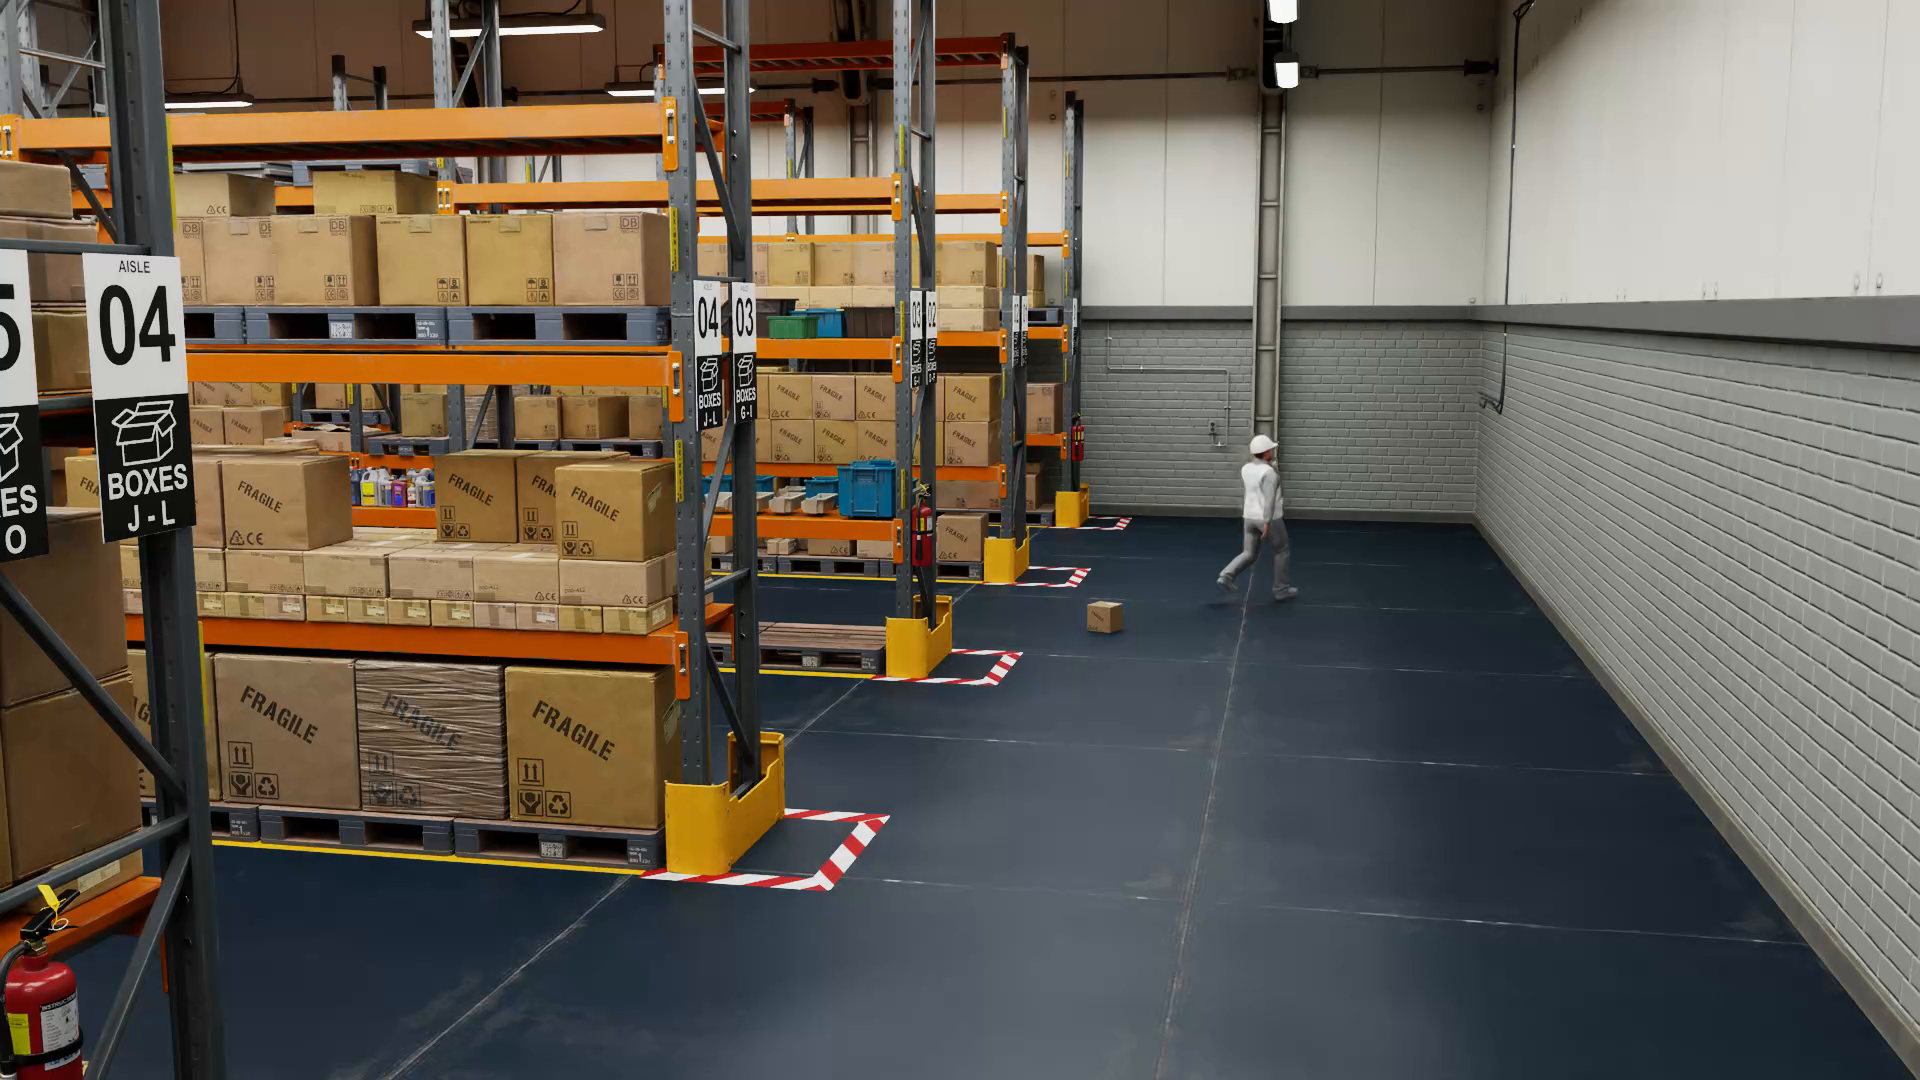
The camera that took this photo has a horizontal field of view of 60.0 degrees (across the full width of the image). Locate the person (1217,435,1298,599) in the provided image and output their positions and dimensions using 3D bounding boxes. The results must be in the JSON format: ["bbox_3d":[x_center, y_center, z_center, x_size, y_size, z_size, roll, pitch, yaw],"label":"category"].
[{"bbox_3d":[3.143,-0.233,17.390,0.957,1.731,0.532,-5,9,-33],"label":"person"}]
